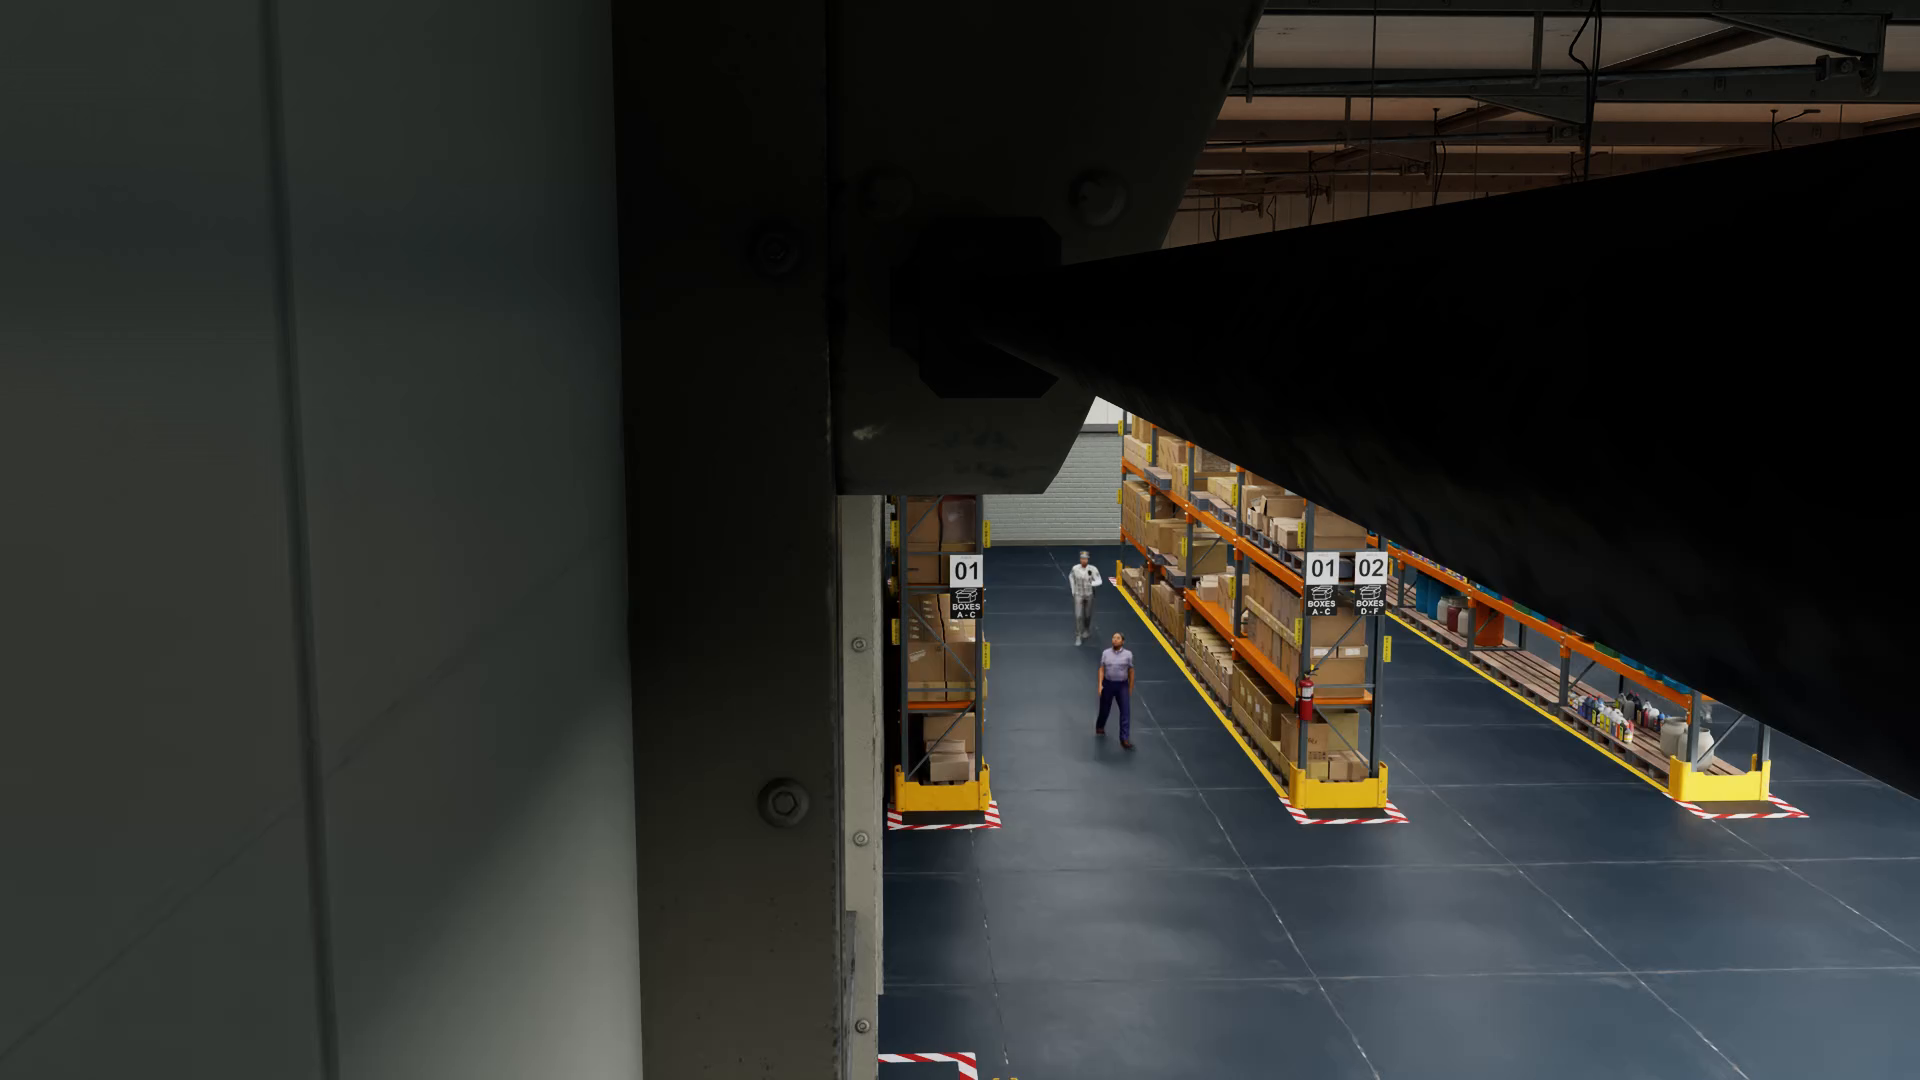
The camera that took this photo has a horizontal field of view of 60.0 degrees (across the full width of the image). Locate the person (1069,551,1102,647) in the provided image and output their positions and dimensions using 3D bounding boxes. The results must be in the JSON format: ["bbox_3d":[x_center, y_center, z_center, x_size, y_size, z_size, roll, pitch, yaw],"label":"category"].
[{"bbox_3d":[2.291,1.045,30.343,0.591,1.723,0.804,0,8,2],"label":"person"}]

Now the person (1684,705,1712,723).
[{"bbox_3d":[11.076,1.904,24.795,0.409,1.620,0.339,6,10,35],"label":"person"}]

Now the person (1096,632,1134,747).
[{"bbox_3d":[2.191,2.089,23.541,0.568,1.578,0.978,-2,9,-10],"label":"person"}]
